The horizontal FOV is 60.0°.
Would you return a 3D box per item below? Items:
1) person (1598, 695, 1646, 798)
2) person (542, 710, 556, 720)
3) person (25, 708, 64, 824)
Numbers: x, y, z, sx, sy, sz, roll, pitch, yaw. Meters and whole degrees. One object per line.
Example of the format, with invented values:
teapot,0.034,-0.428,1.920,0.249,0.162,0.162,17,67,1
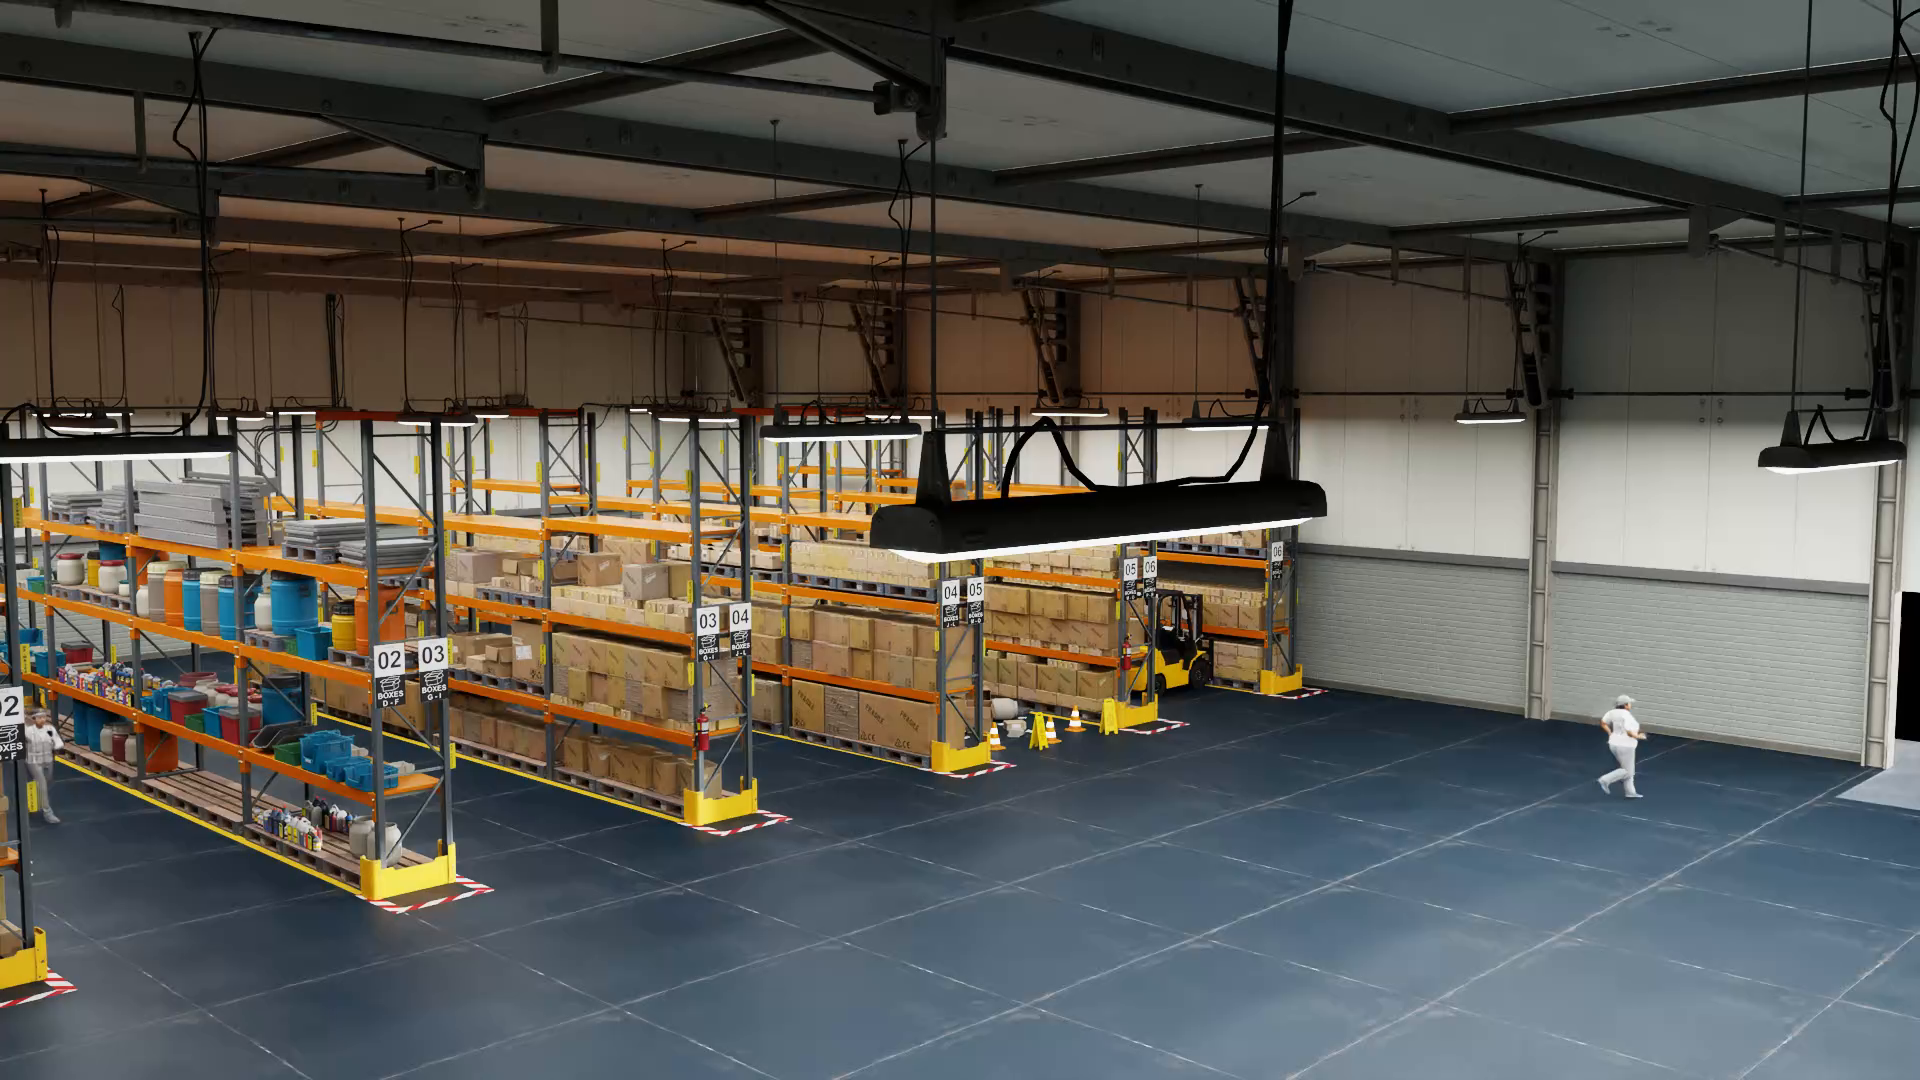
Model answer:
person,10.270,3.232,25.834,0.849,1.648,0.607,-1,5,-12
person,-7.773,2.772,31.459,0.608,1.549,0.538,4,7,39
person,-13.579,3.293,24.548,0.900,1.677,0.612,4,6,36
